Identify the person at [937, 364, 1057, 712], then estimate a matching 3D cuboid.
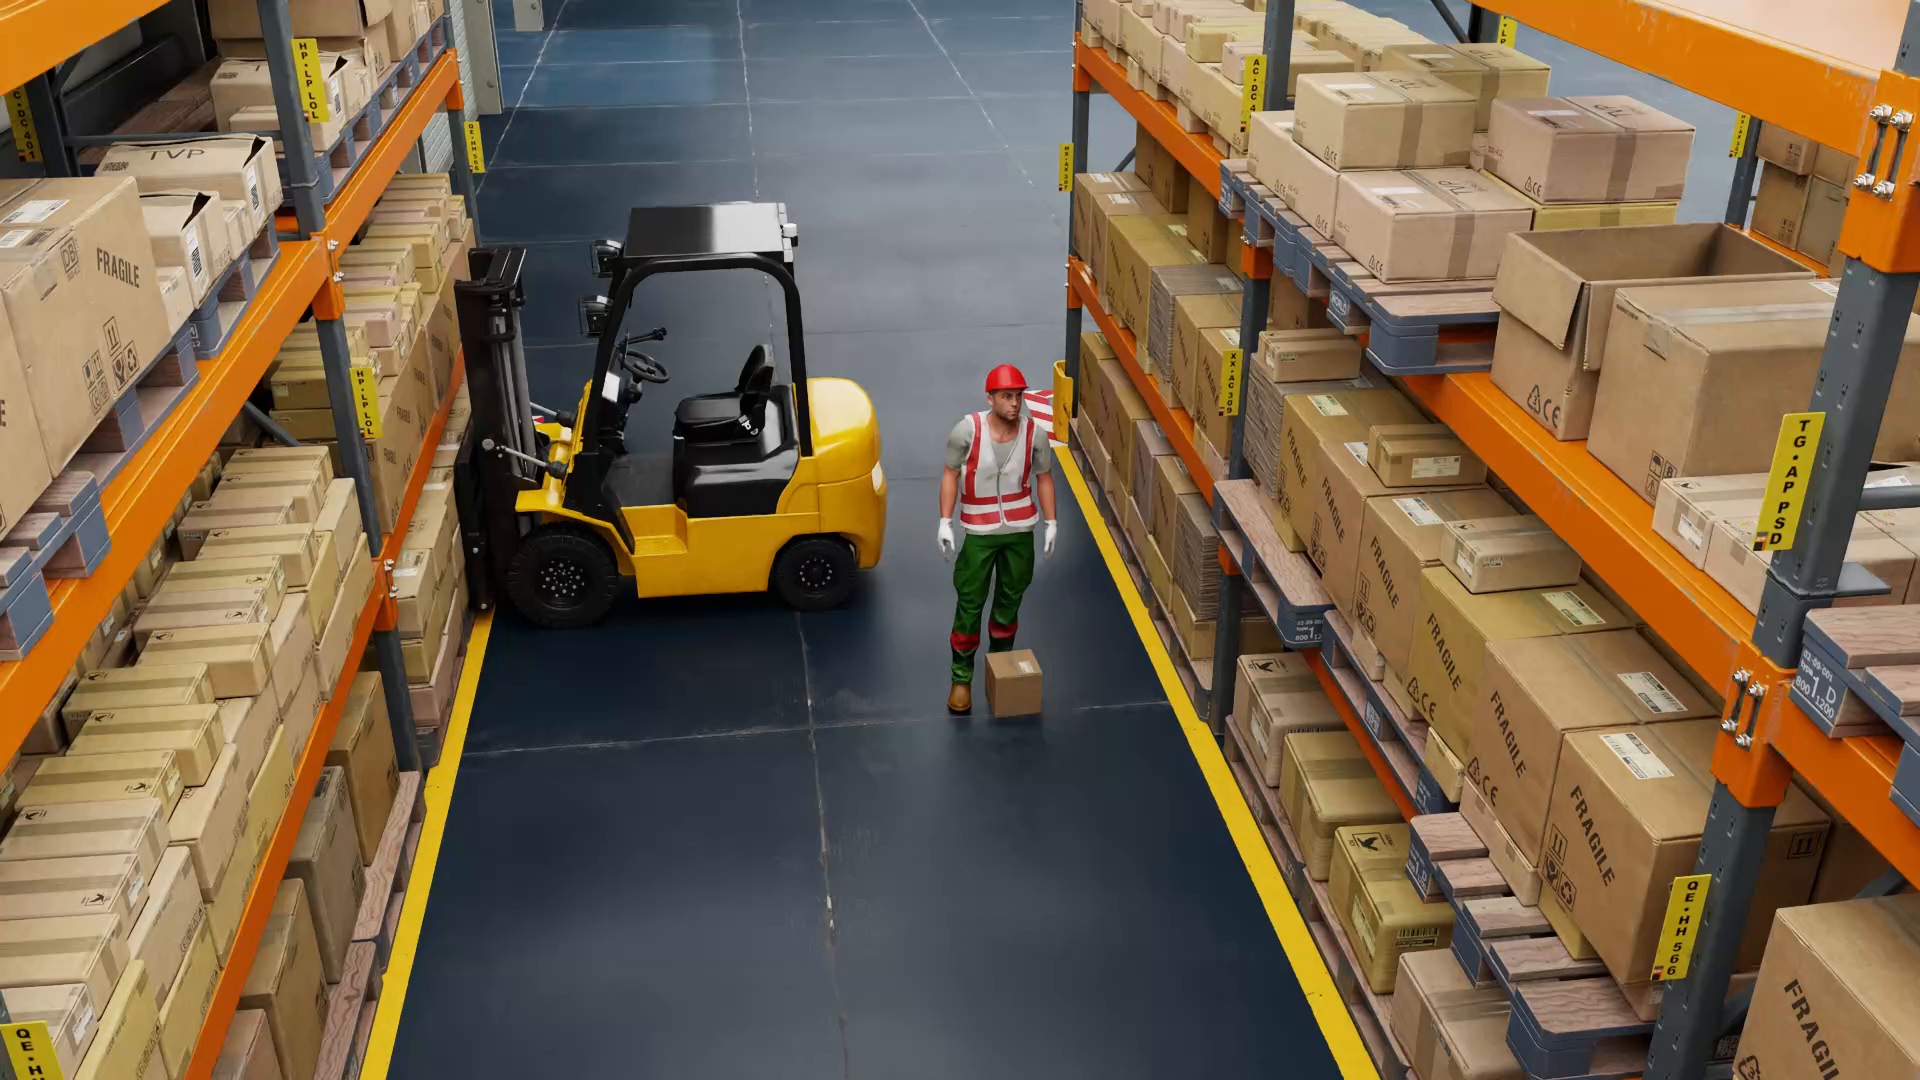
[{"bbox_3d":[0.205,-0.017,8.604,0.638,1.787,0.565,-4,27,-9],"label":"person"}]
